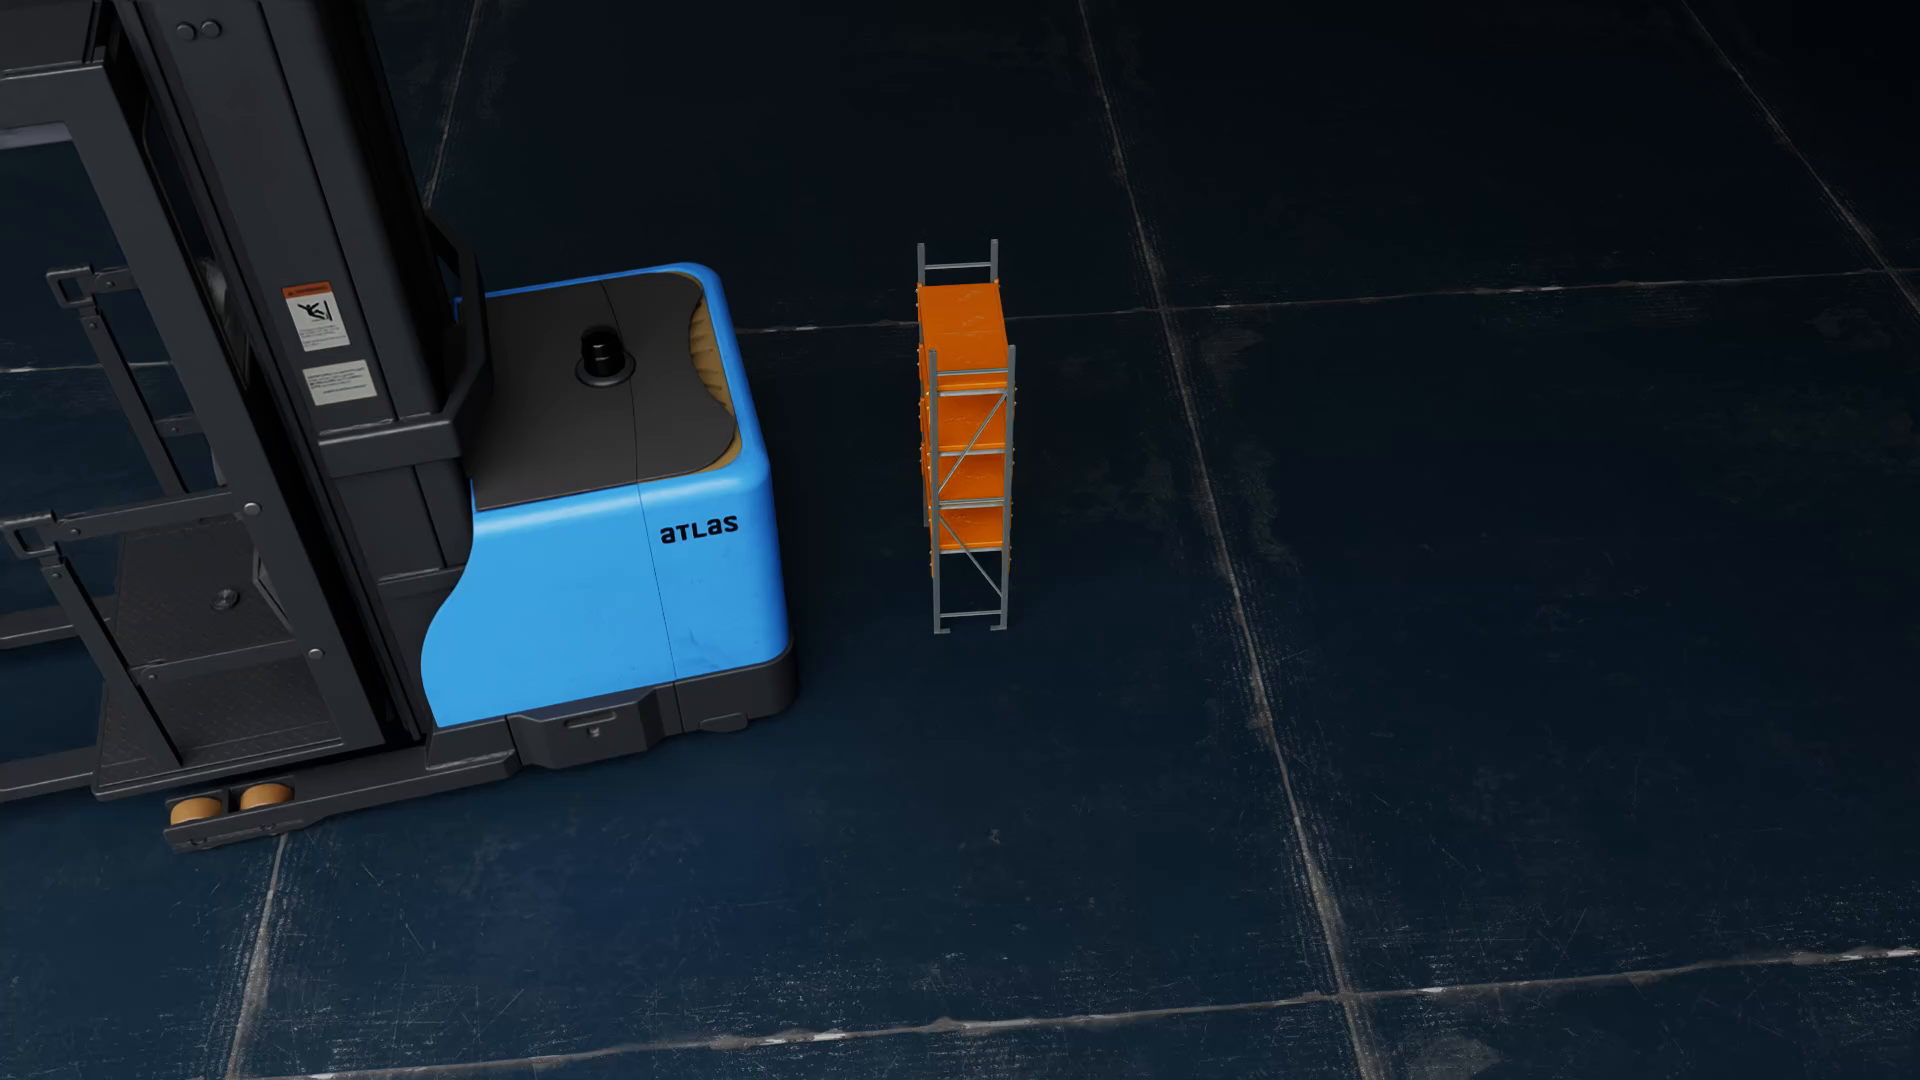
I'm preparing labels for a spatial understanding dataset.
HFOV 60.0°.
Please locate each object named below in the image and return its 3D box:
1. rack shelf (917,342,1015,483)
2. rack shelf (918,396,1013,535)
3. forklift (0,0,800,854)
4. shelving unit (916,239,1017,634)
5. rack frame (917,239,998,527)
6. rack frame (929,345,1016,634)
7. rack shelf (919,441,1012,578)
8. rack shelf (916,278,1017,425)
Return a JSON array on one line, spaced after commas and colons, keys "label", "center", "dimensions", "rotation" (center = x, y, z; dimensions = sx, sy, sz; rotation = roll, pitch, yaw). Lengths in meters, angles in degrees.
[{"label": "rack shelf", "center": [0.014, -0.400, 5.087], "dimensions": [0.258, 0.148, 0.480], "rotation": [-3, 47, -3]}, {"label": "rack shelf", "center": [0.014, -0.247, 5.250], "dimensions": [0.258, 0.148, 0.480], "rotation": [-3, 47, -3]}, {"label": "forklift", "center": [-2.077, -0.525, 4.229], "dimensions": [3.031, 2.935, 1.130], "rotation": [-11, 48, -10]}, {"label": "shelving unit", "center": [0.014, -0.293, 5.201], "dimensions": [0.258, 1.200, 0.503], "rotation": [-3, 47, -3]}, {"label": "rack frame", "center": [-0.007, -0.469, 5.368], "dimensions": [0.240, 1.200, 0.015], "rotation": [-3, 47, -3]}, {"label": "rack frame", "center": [0.034, -0.116, 5.034], "dimensions": [0.240, 1.200, 0.015], "rotation": [-3, 47, -3]}, {"label": "rack shelf", "center": [0.014, -0.110, 5.394], "dimensions": [0.258, 0.148, 0.480], "rotation": [-3, 47, -3]}, {"label": "rack shelf", "center": [0.014, -0.563, 4.916], "dimensions": [0.258, 0.148, 0.480], "rotation": [-3, 47, -3]}]
